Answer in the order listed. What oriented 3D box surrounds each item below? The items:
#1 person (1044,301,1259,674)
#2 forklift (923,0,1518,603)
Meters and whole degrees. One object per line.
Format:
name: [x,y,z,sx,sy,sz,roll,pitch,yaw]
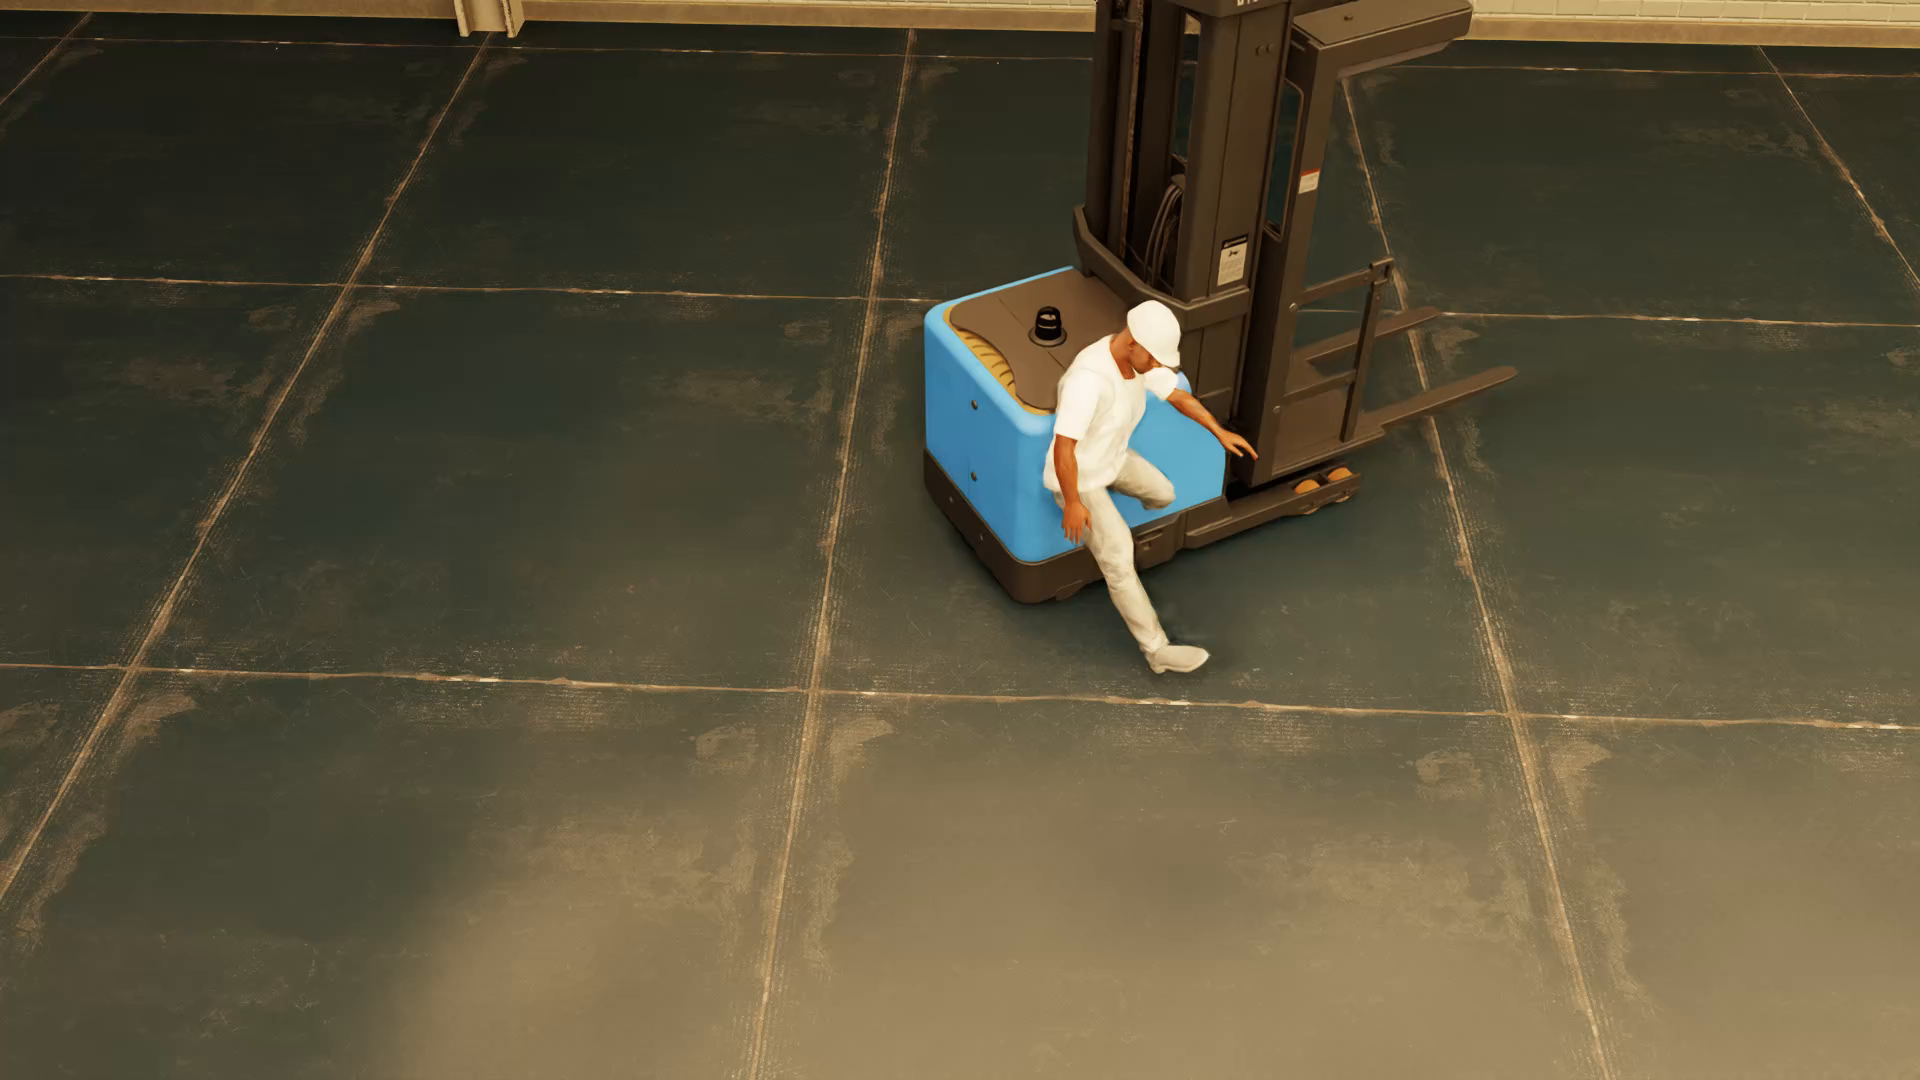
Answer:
person: [0.840,-0.298,7.049,0.965,1.551,0.970,25,48,25]
forklift: [1.372,-1.505,7.391,3.031,2.935,1.130,-19,46,-20]
